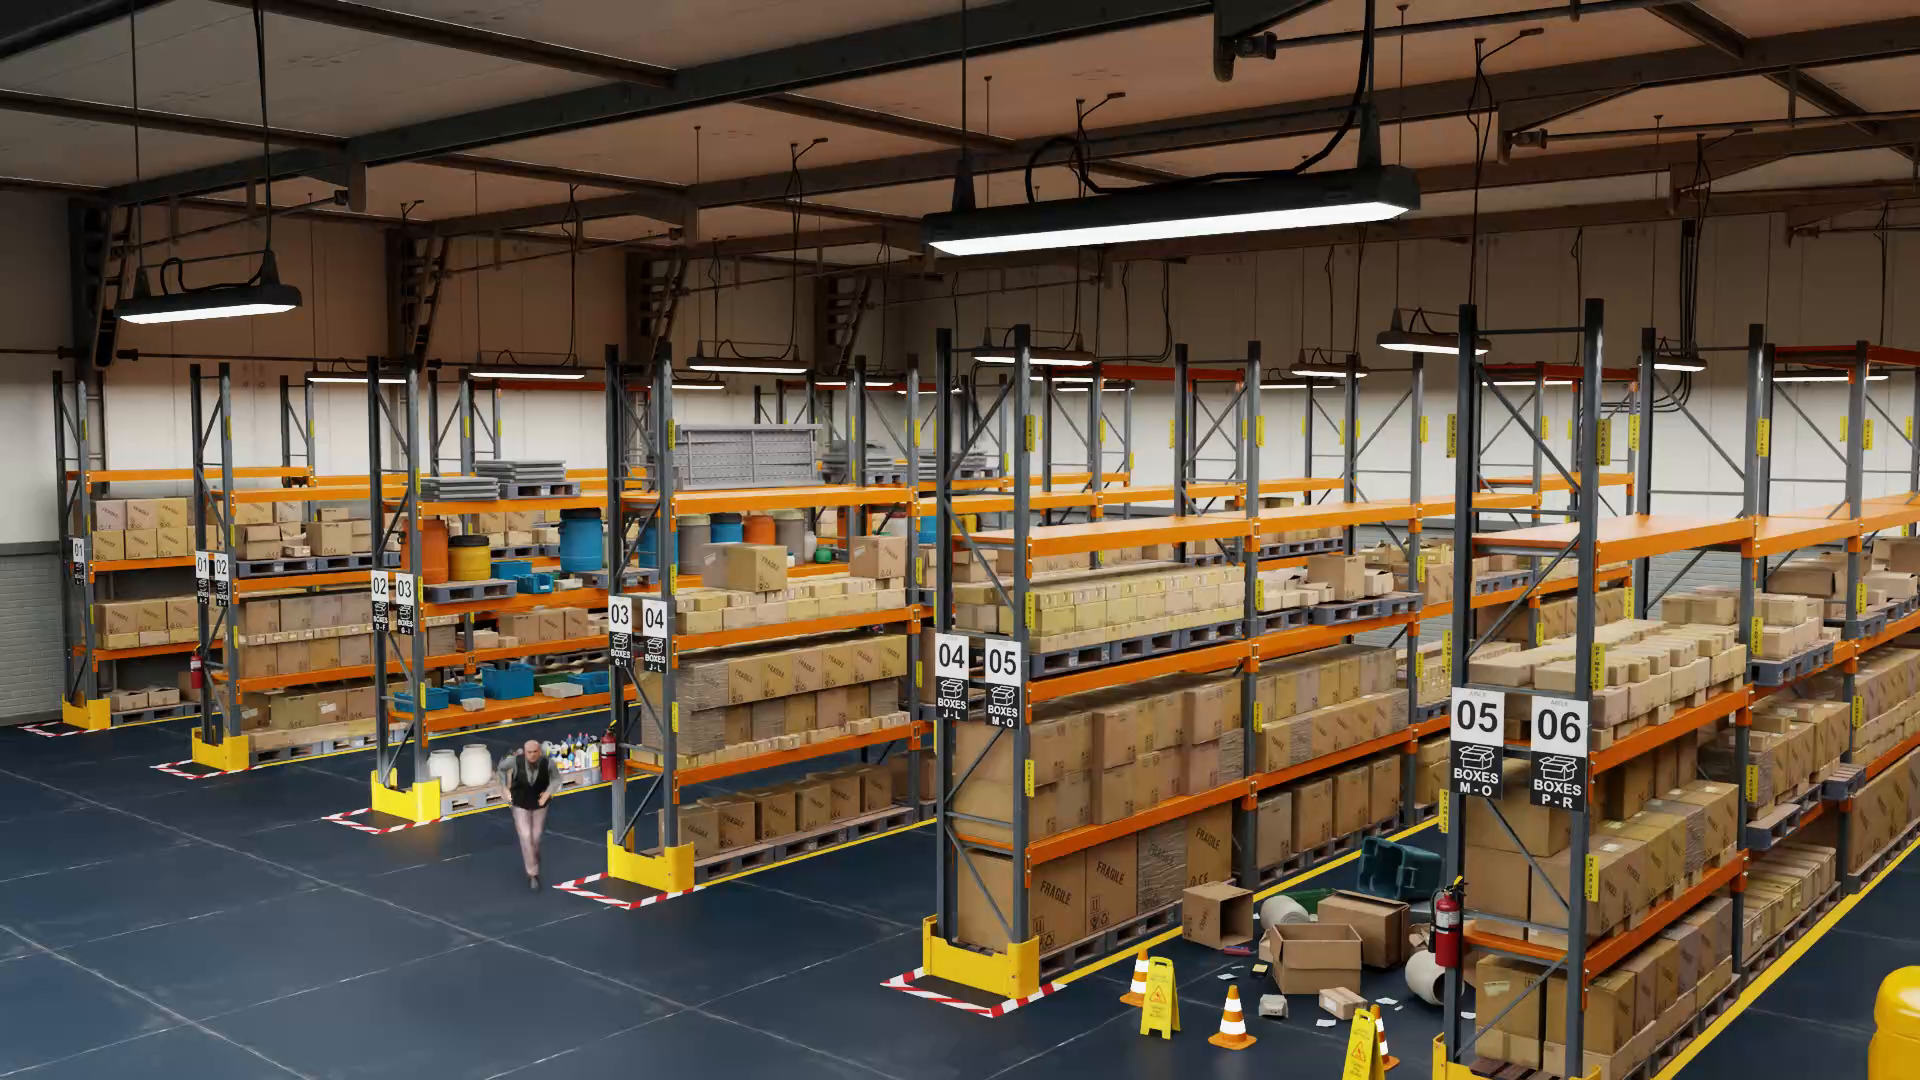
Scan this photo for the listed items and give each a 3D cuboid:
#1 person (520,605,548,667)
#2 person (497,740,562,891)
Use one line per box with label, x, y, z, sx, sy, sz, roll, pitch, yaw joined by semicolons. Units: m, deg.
person;-8.091;2.061;31.736;0.579;1.688;0.693;2;5;24
person;-4.832;3.019;18.698;0.697;1.676;1.007;-1;4;-15
